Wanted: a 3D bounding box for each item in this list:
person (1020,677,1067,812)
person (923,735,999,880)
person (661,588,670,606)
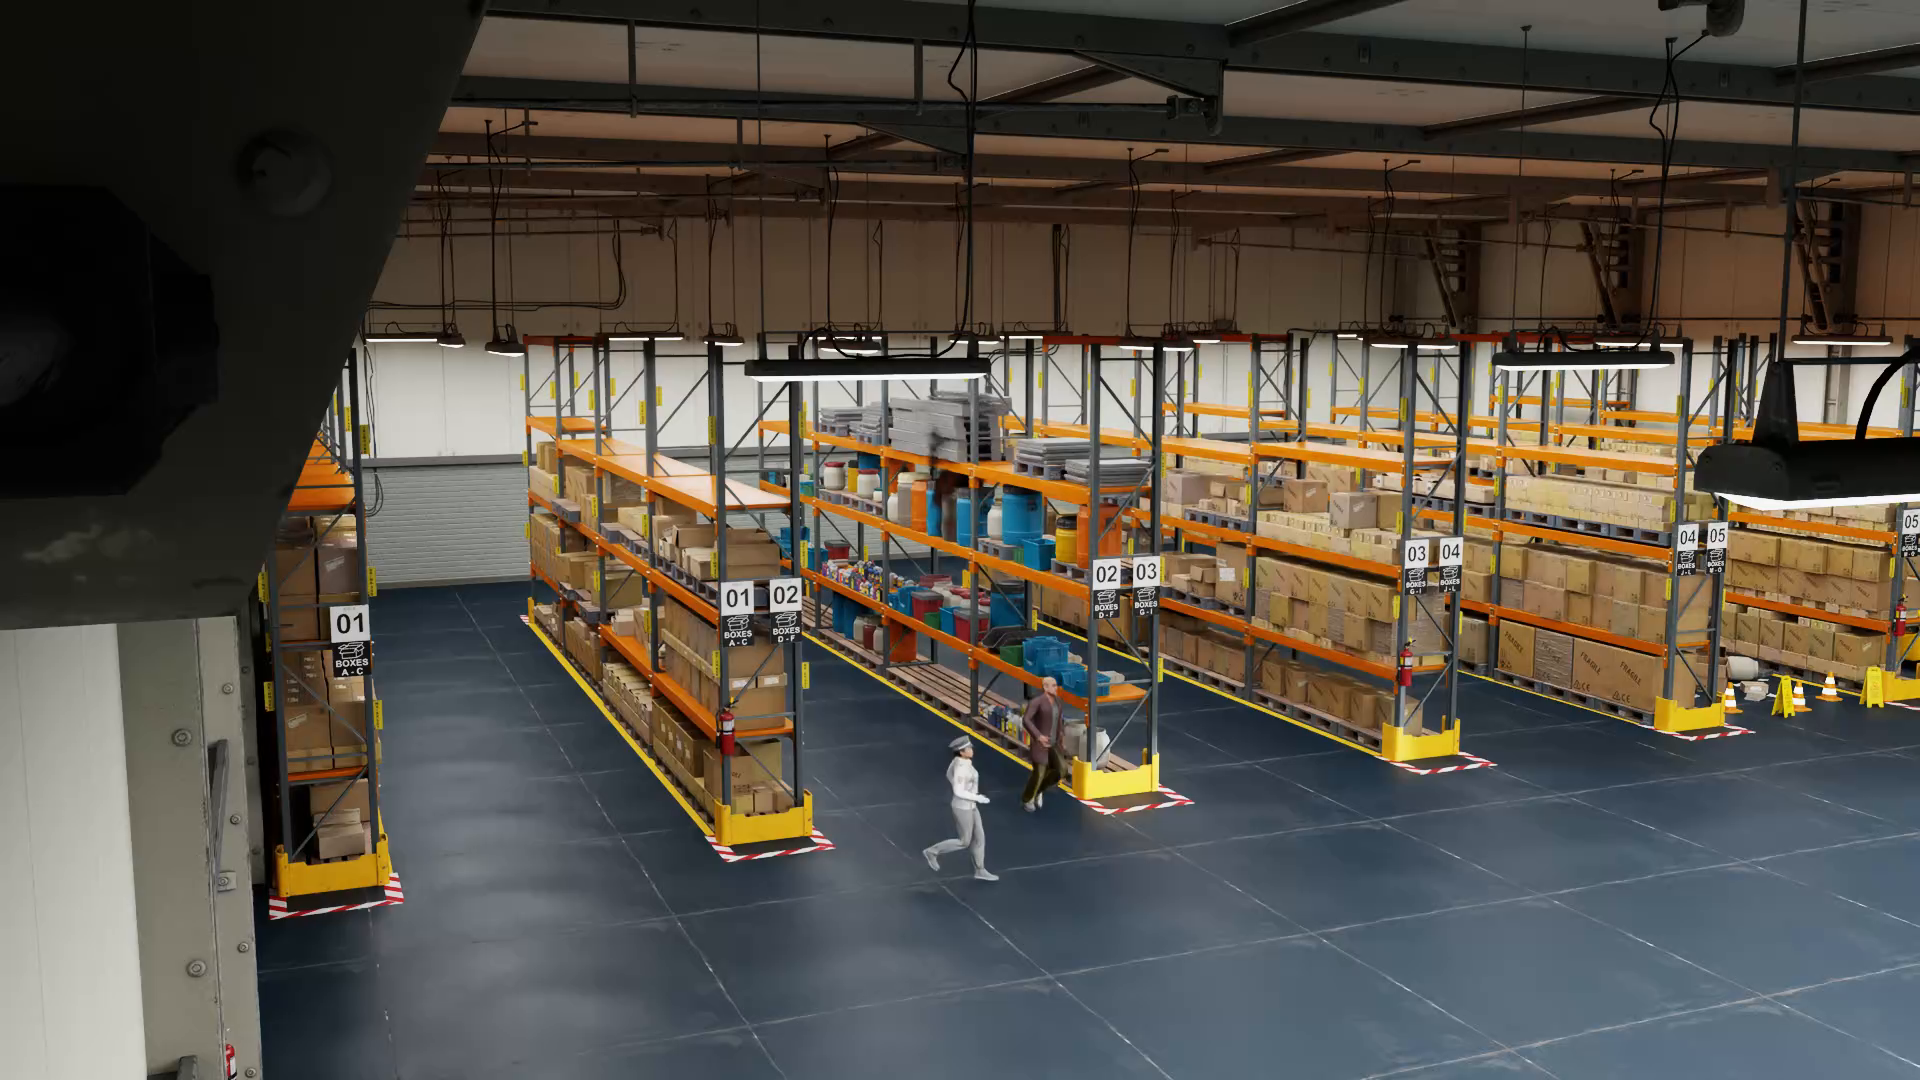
[{"bbox_3d":[1.138,2.635,21.513,0.779,1.708,0.574,-6,10,-40],"label":"person"},{"bbox_3d":[0.015,3.019,18.752,0.855,1.684,0.623,1,8,5],"label":"person"},{"bbox_3d":[-5.982,0.969,34.036,0.704,1.779,0.843,-6,10,-38],"label":"person"}]
